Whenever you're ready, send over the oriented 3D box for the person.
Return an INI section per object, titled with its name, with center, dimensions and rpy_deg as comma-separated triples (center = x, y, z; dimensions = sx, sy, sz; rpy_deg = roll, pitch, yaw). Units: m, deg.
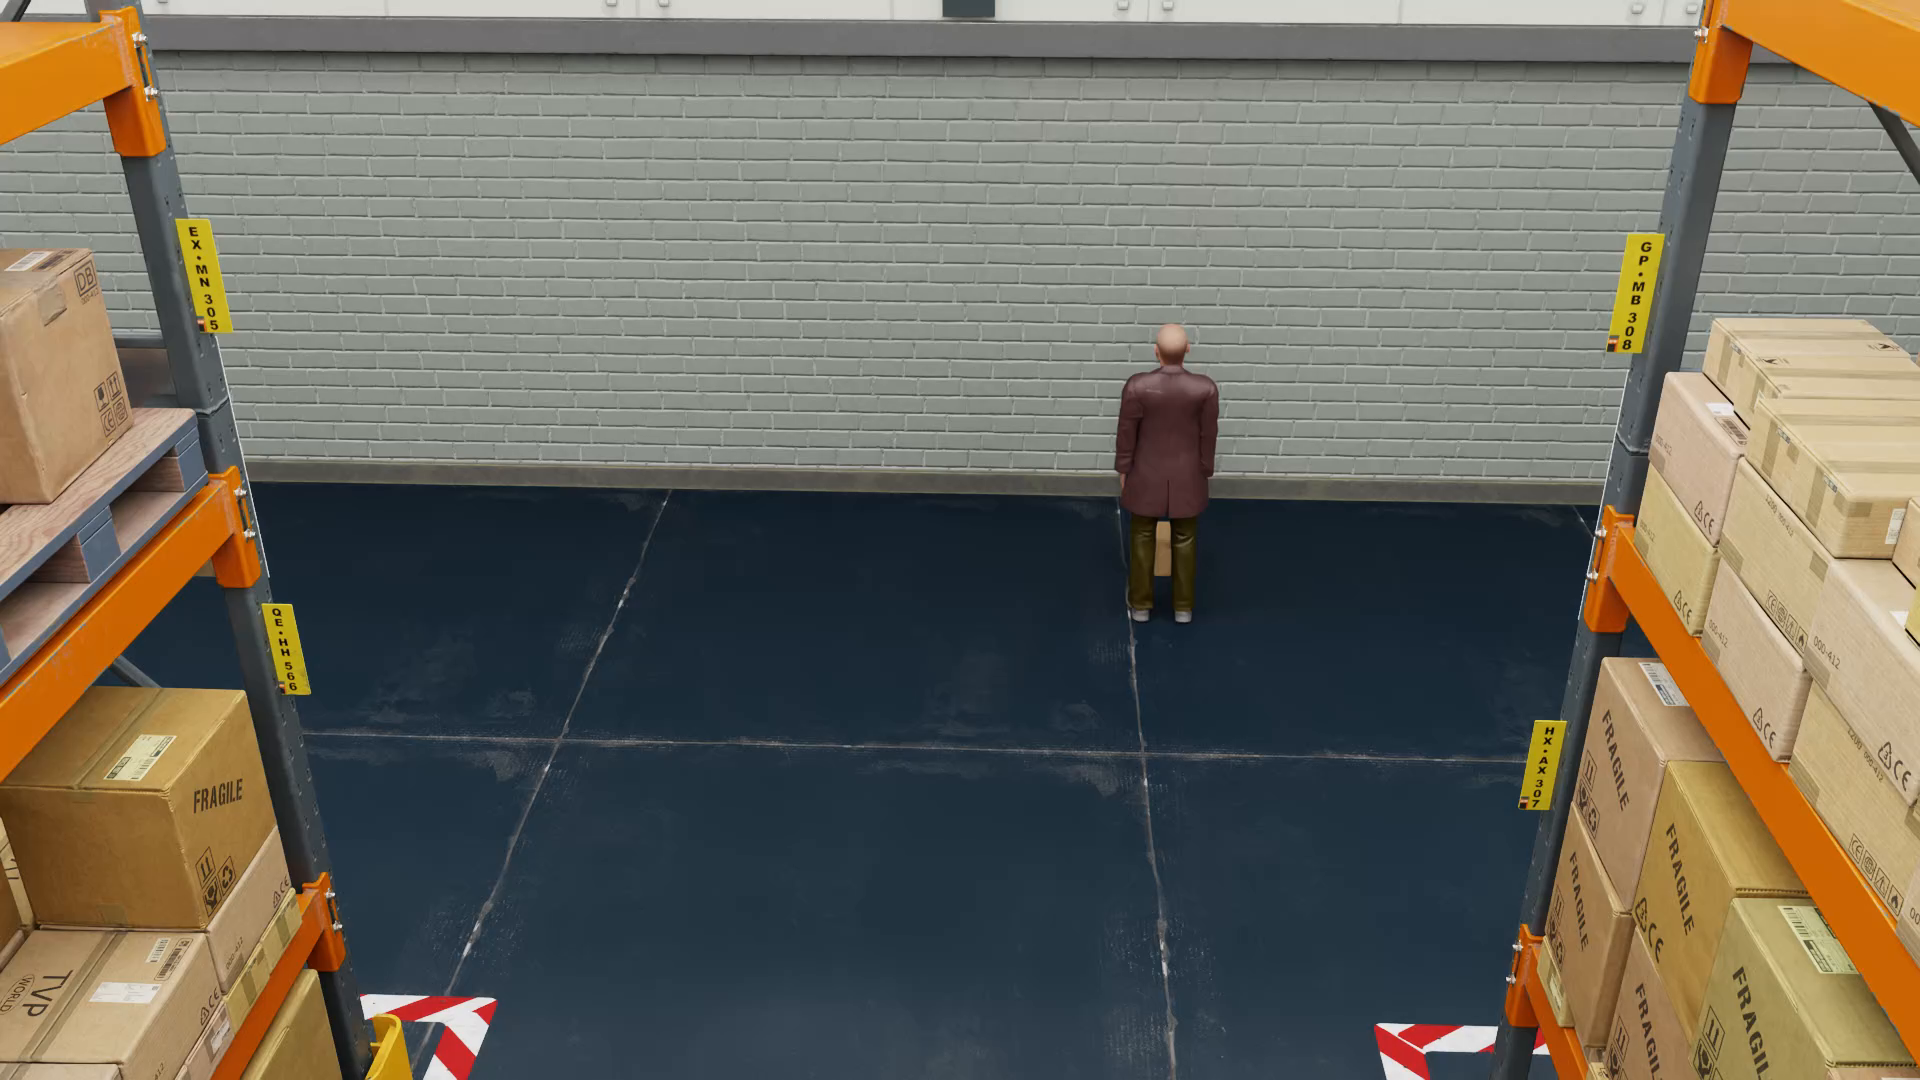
[person]
center = 1.146, -0.381, 9.372
dimensions = 0.561, 1.779, 0.377
rpy_deg = 2, 28, 3
